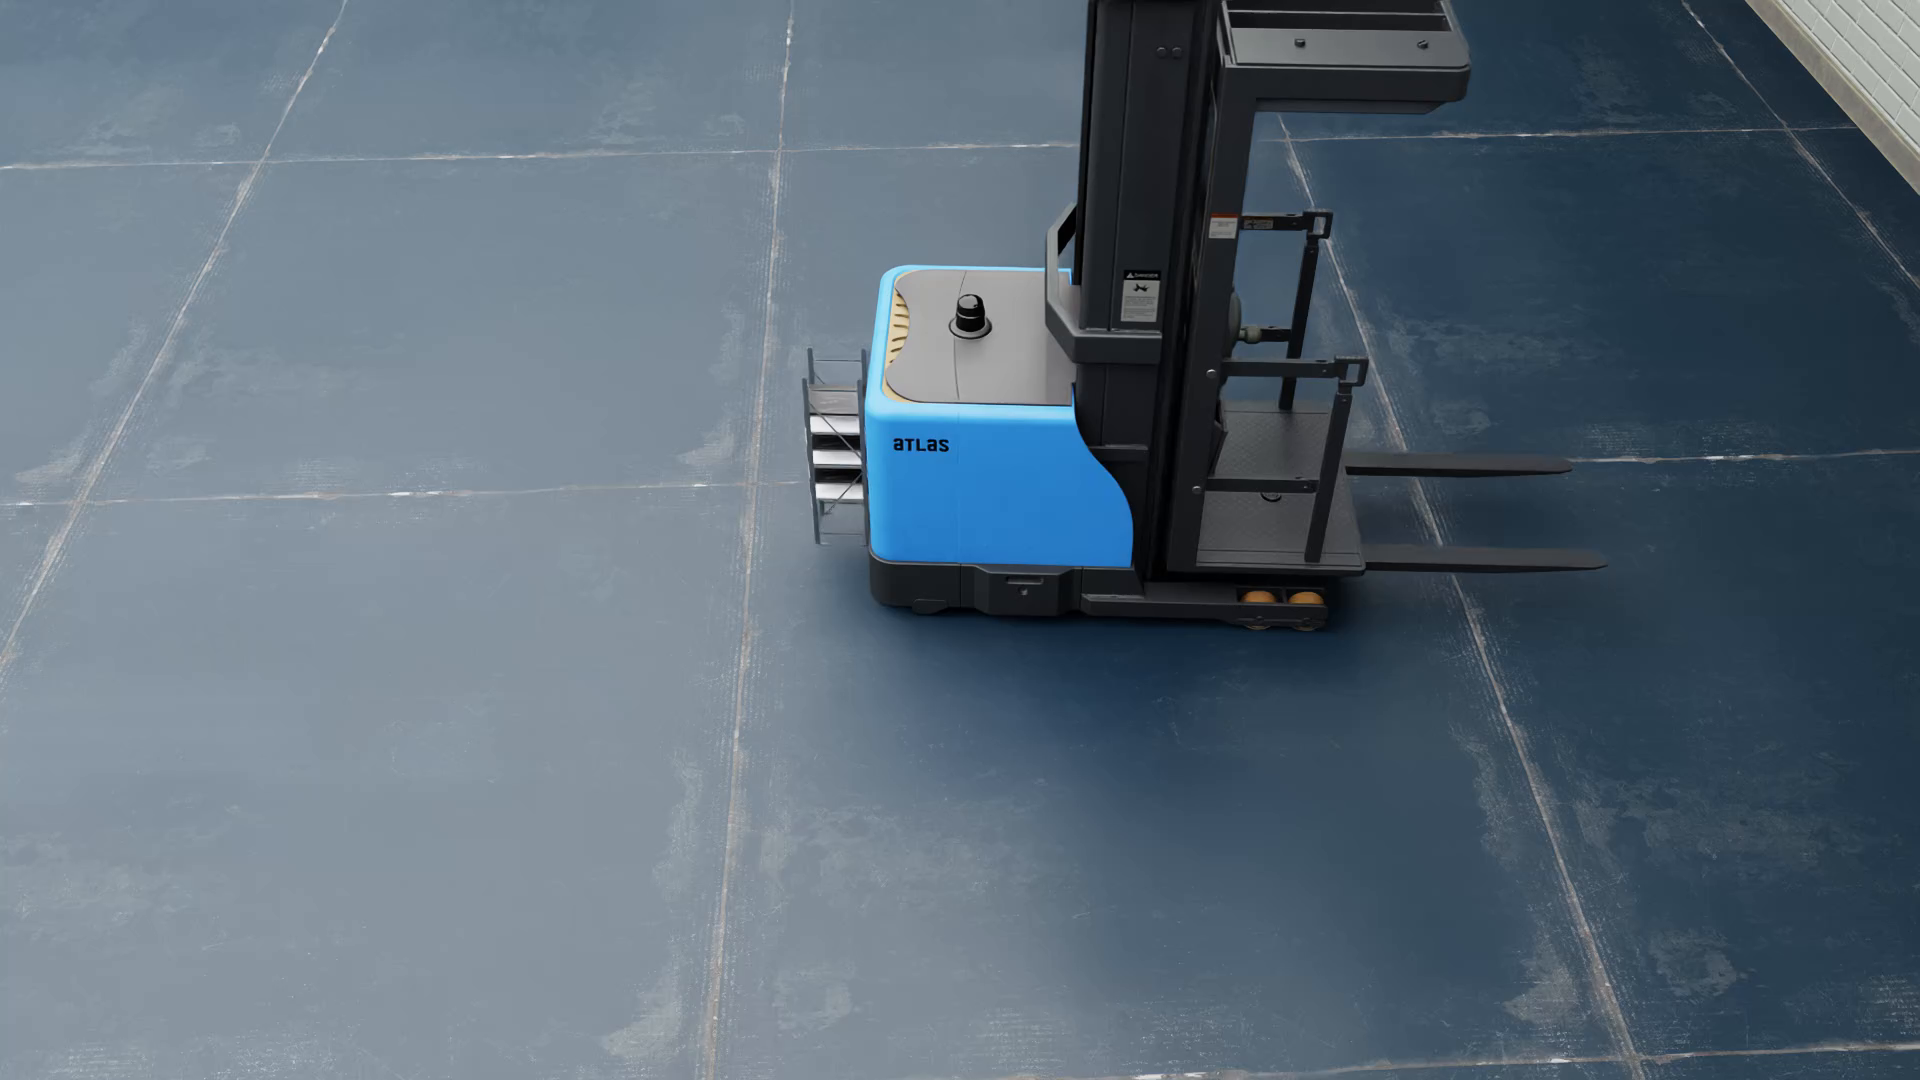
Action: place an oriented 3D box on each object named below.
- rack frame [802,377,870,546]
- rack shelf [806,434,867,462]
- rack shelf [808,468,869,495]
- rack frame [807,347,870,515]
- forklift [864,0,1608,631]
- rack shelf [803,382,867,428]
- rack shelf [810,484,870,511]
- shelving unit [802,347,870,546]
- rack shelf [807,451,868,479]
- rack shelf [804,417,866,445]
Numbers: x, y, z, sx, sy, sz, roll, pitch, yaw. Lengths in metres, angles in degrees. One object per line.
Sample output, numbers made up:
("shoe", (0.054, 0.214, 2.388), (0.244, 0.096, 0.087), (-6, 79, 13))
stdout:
("rack frame", (-0.510, -0.311, 6.923), (0.240, 0.900, 0.006), (1, 43, 2))
("rack shelf", (-0.506, -0.422, 6.960), (0.258, 0.077, 0.200), (1, 43, 2))
("rack shelf", (-0.506, -0.289, 7.081), (0.258, 0.077, 0.200), (1, 43, 2))
("rack frame", (-0.502, -0.449, 7.073), (0.240, 0.900, 0.006), (1, 43, 2))
("forklift", (1.156, -1.076, 6.254), (3.031, 2.935, 1.130), (1, 43, 2))
("rack shelf", (-0.506, -0.554, 6.838), (0.258, 0.077, 0.200), (1, 43, 2))
("rack shelf", (-0.505, -0.223, 7.142), (0.258, 0.077, 0.200), (1, 43, 2))
("shelving unit", (-0.506, -0.380, 6.998), (0.258, 0.900, 0.210), (1, 43, 2))
("rack shelf", (-0.506, -0.355, 7.021), (0.258, 0.077, 0.200), (1, 43, 2))
("rack shelf", (-0.506, -0.488, 6.899), (0.258, 0.077, 0.200), (1, 43, 2))
